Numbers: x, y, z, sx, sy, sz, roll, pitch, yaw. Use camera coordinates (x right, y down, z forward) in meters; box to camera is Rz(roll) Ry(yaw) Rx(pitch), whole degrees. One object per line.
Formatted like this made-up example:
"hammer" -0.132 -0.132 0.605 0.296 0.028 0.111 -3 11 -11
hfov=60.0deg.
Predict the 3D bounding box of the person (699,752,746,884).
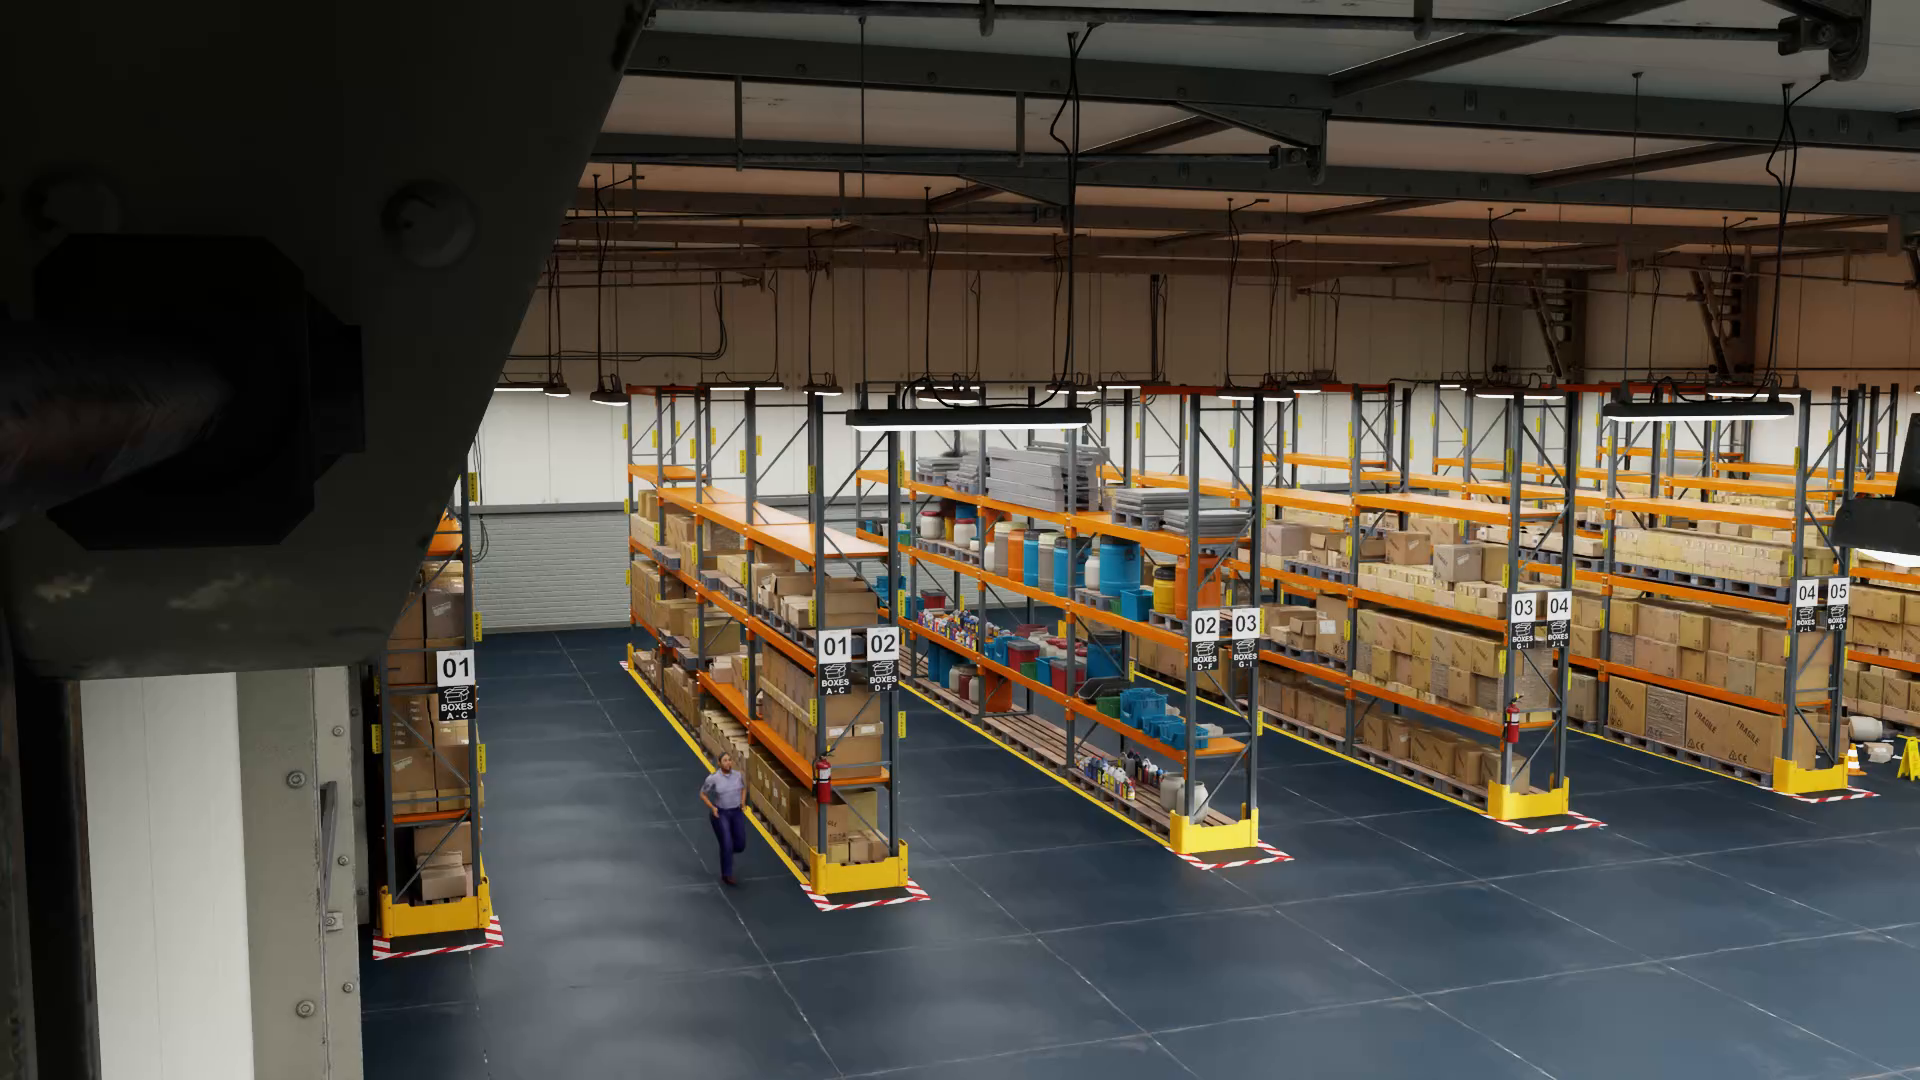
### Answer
"person" -2.907 3.413 20.593 0.611 1.597 0.639 -4 7 -31

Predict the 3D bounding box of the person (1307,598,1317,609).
"person" 8.765 1.300 40.721 0.763 1.715 0.700 5 8 41
